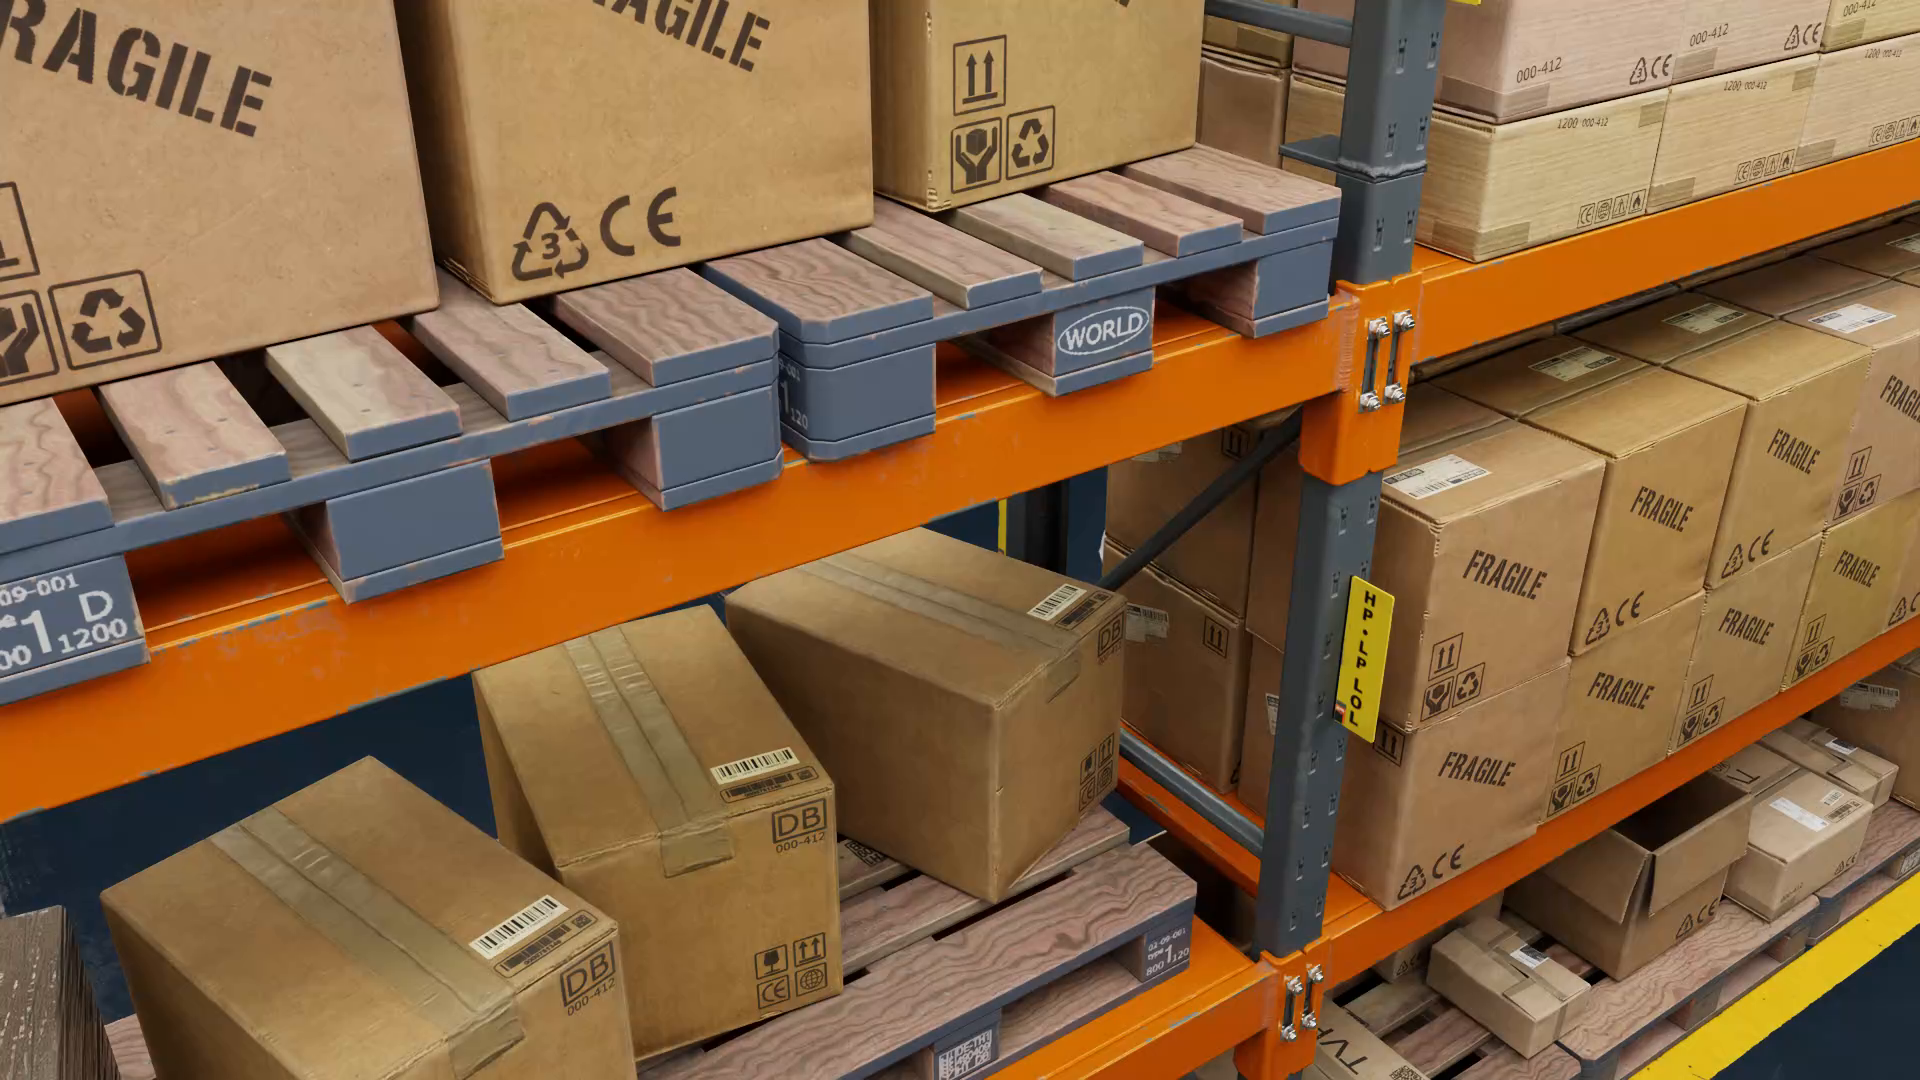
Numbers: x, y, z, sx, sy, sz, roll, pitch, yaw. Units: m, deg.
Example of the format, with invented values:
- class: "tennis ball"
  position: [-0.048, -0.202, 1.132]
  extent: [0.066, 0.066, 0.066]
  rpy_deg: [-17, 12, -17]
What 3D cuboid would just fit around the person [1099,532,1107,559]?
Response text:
- class: "person"
  position: [0.795, 0.062, 6.000]
  extent: [0.583, 1.761, 0.488]
  rpy_deg: [-17, 33, -29]
